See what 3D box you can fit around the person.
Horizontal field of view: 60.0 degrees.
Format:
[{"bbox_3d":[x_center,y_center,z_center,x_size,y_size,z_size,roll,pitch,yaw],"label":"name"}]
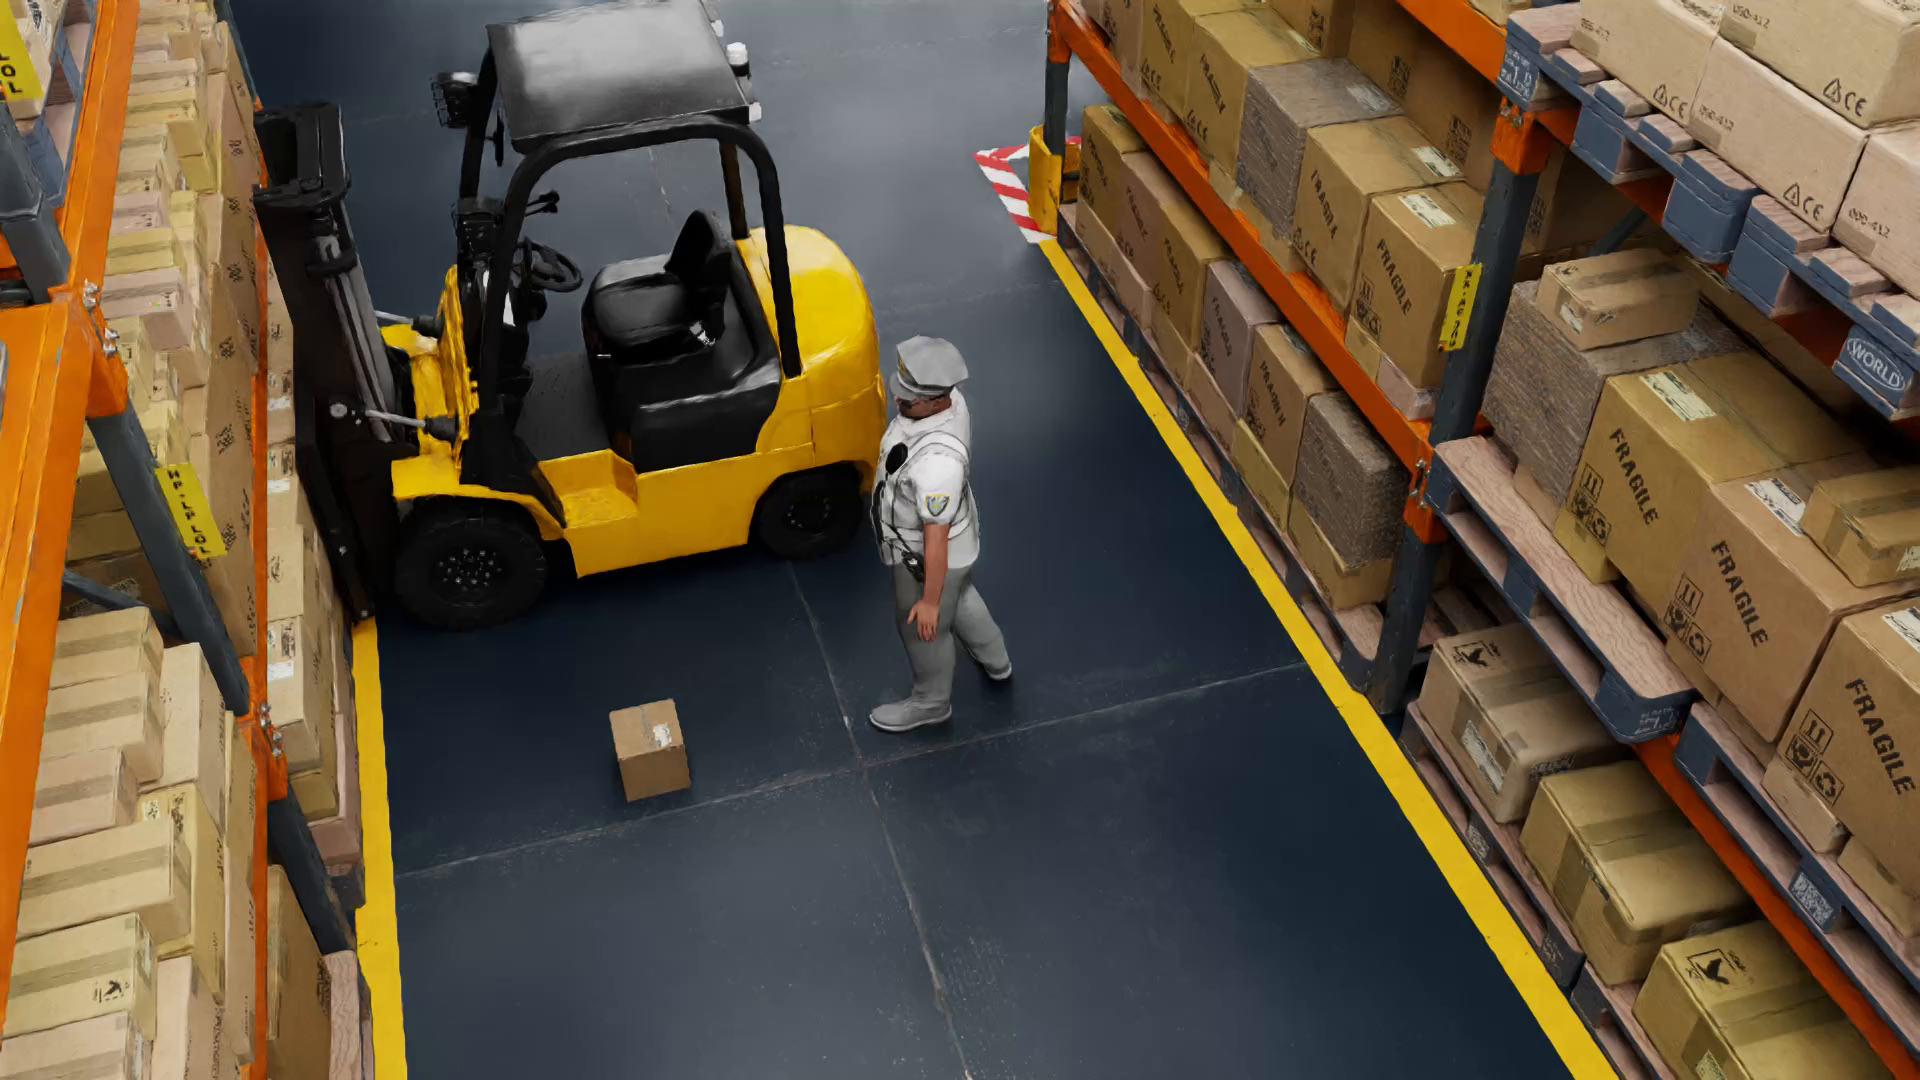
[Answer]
[{"bbox_3d":[-0.073,0.002,6.143,0.564,1.750,0.759,2,42,2],"label":"person"}]
